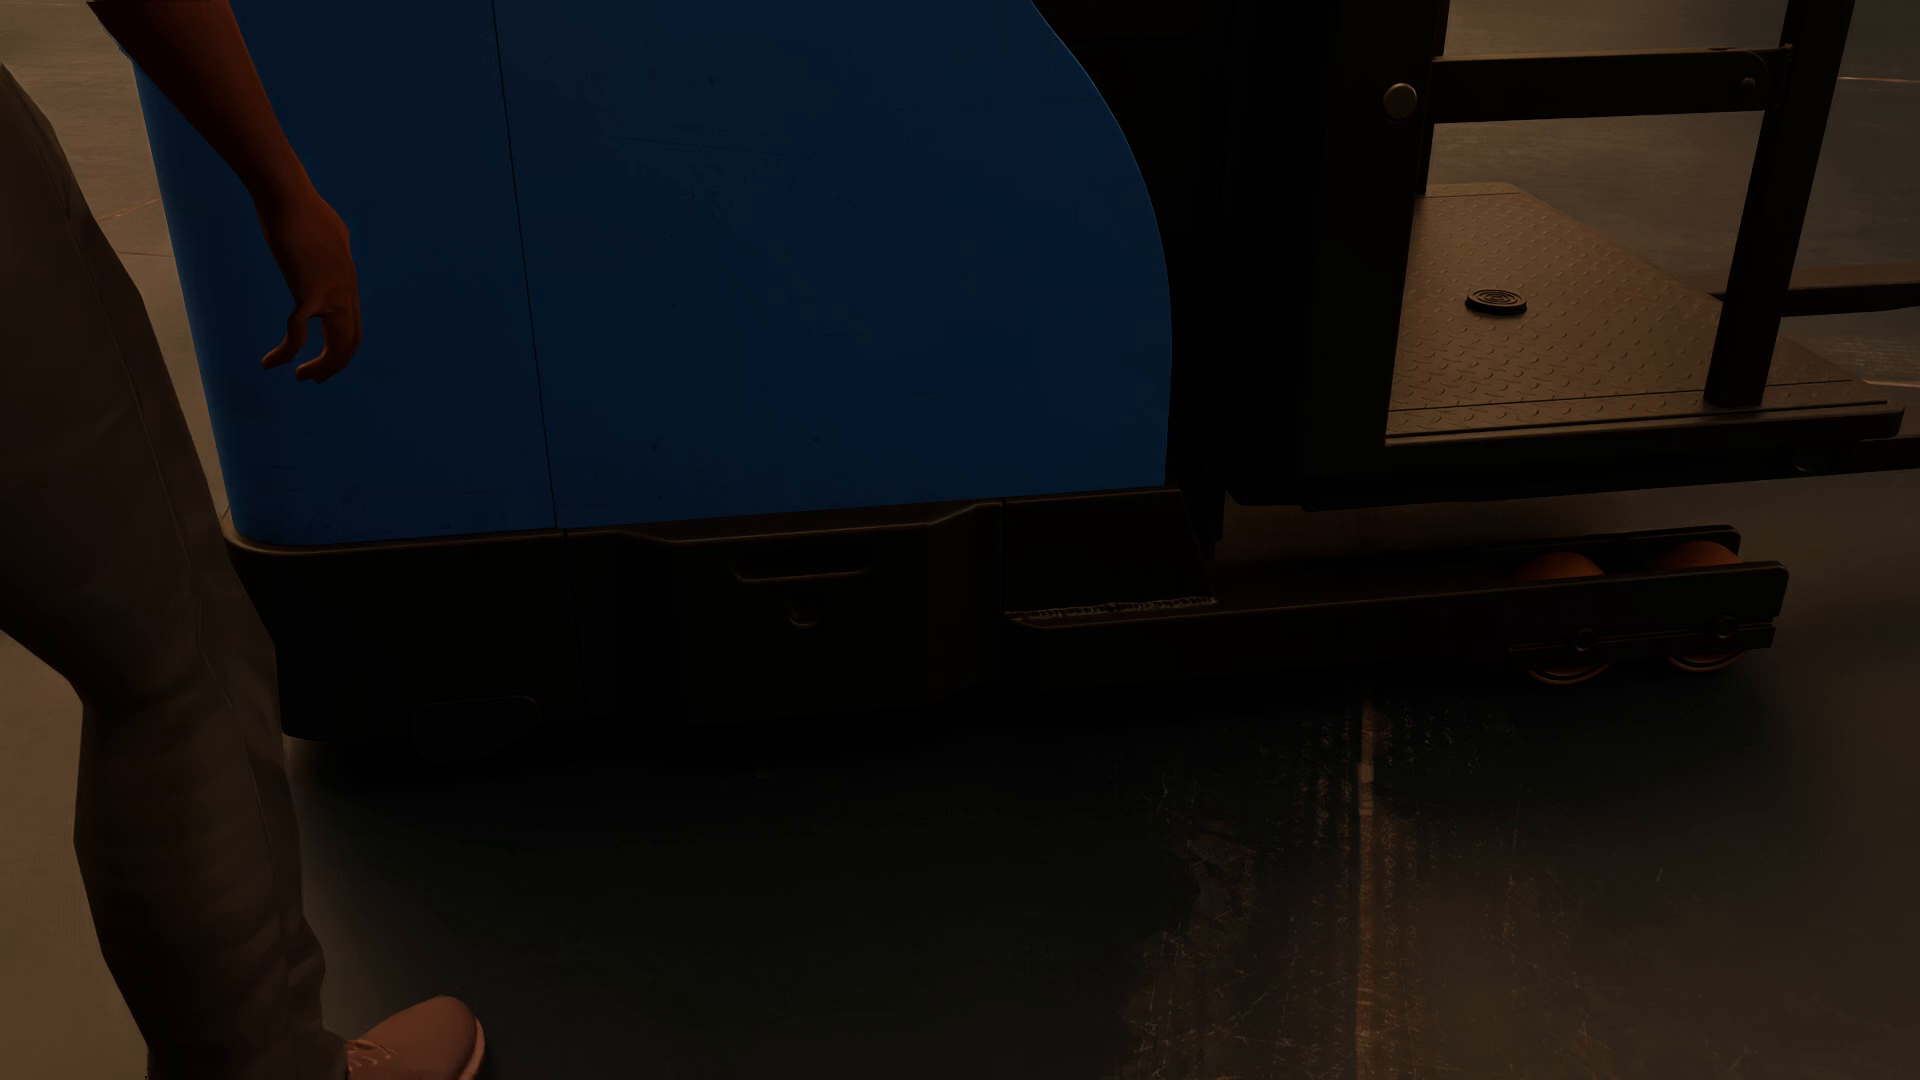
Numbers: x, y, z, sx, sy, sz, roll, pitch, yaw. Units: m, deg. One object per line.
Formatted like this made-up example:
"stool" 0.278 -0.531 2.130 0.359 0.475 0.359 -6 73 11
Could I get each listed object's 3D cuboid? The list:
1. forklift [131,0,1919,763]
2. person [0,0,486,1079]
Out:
"forklift" 0.600 -1.354 1.930 3.031 2.935 1.130 -4 27 -9
"person" -0.761 -0.183 1.062 0.700 1.642 0.359 0 27 0
